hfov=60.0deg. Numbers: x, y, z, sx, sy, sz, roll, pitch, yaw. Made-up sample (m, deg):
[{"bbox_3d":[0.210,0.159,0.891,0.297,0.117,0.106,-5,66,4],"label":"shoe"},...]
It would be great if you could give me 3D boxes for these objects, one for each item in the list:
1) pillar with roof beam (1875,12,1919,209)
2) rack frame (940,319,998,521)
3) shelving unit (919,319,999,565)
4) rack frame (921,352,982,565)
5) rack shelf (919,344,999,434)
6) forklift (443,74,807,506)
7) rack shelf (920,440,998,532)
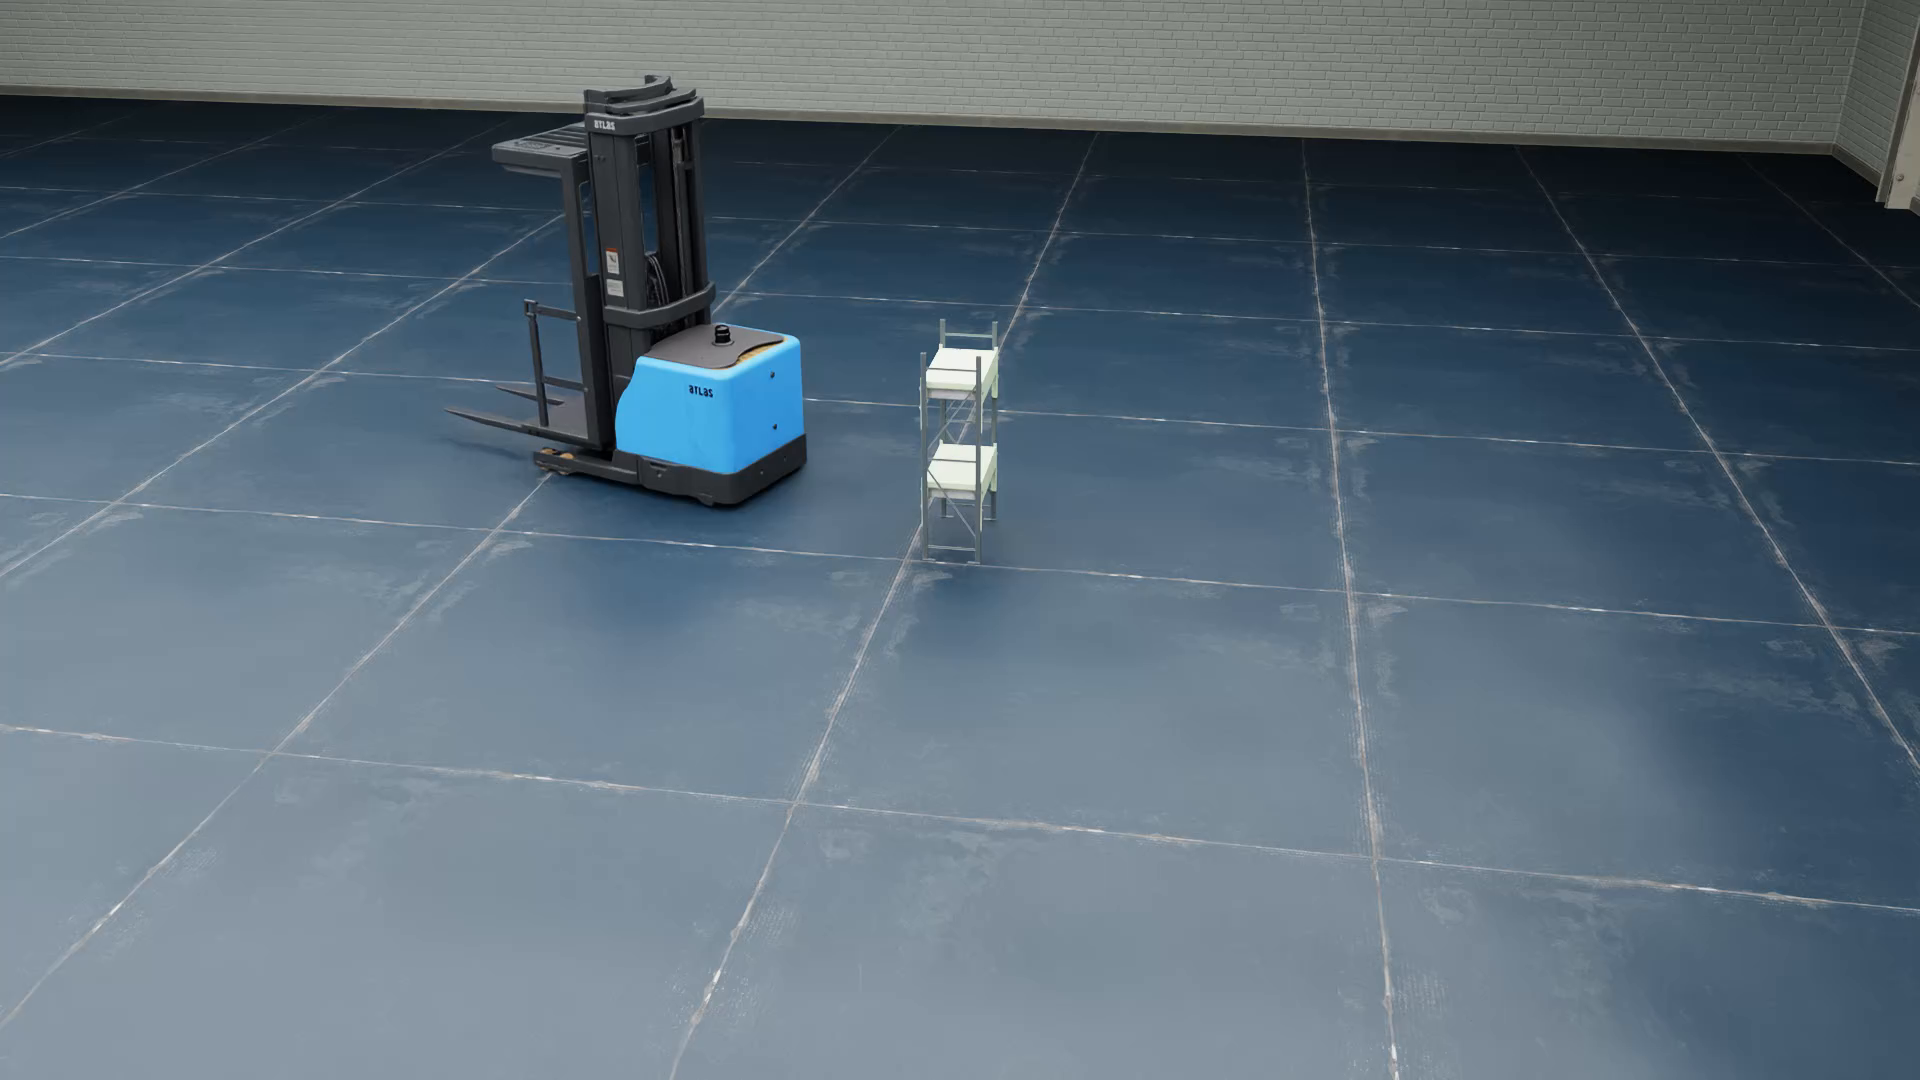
[{"bbox_3d":[7.381,-8.548,19.442,9.100,9.000,0.400,4,25,9],"label":"pillar with roof beam"},{"bbox_3d":[0.061,-0.835,11.809,0.400,1.500,0.023,4,25,9],"label":"rack frame"},{"bbox_3d":[0.001,-0.682,11.482,0.431,1.500,0.755,4,25,9],"label":"shelving unit"},{"bbox_3d":[-0.059,-0.529,11.155,0.400,1.500,0.023,4,25,9],"label":"rack frame"},{"bbox_3d":[0.001,-1.036,11.317,0.431,0.370,0.720,4,25,9],"label":"rack shelf"},{"bbox_3d":[-2.732,-2.011,12.632,3.031,2.935,1.130,13,28,26],"label":"forklift"},{"bbox_3d":[0.001,-0.387,11.620,0.431,0.370,0.720,4,25,9],"label":"rack shelf"}]
